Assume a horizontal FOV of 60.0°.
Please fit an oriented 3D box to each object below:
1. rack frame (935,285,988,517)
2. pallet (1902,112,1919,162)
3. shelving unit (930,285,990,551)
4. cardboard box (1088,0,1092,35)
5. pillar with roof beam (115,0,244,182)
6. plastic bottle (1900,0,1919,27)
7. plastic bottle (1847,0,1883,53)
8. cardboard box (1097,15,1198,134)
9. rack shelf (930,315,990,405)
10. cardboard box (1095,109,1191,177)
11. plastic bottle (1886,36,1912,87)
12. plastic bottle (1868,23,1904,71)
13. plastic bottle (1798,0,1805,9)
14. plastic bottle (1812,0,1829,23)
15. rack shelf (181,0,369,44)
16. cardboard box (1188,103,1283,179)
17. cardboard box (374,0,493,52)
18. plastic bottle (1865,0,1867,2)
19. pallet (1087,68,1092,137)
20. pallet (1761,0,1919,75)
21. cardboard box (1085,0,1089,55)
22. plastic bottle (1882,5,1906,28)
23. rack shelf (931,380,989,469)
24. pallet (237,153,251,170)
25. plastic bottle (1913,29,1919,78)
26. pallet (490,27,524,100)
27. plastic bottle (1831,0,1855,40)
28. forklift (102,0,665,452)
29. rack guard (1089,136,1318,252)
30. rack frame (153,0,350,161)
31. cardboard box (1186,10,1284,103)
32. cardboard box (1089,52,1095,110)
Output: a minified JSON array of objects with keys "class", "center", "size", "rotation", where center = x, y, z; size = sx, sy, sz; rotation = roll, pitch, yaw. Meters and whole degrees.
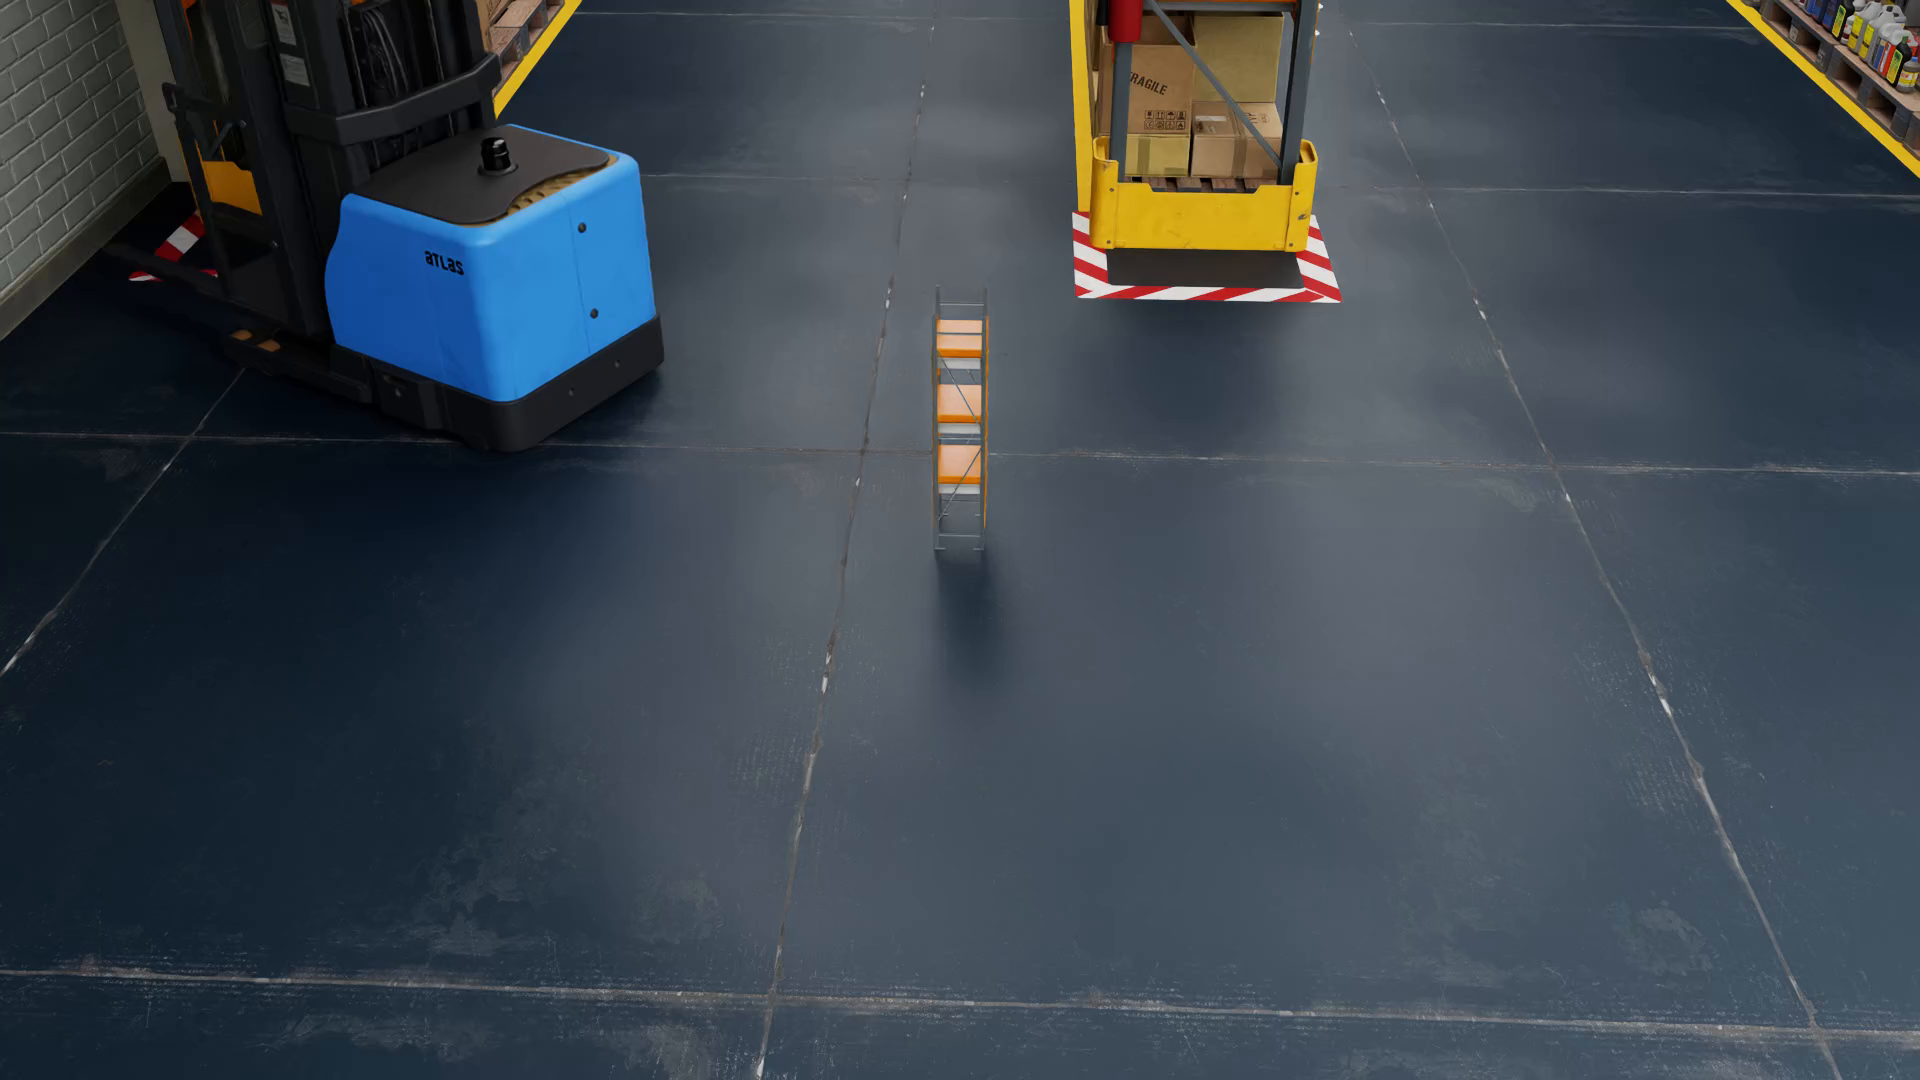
[{"class":"rack frame","center":[0.007,-0.530,6.592],"size":[0.200,1.050,0.008],"rotation":[1,35,2]},{"class":"pallet","center":[6.241,-2.158,9.637],"size":[1.003,0.211,1.213],"rotation":[1,35,2]},{"class":"shelving unit","center":[0.002,-0.460,6.492],"size":[0.215,1.050,0.252],"rotation":[1,35,2]},{"class":"cardboard box","center":[1.069,-3.435,10.402],"size":[0.500,0.500,0.500],"rotation":[1,35,2]},{"class":"pillar with roof beam","center":[-0.187,-5.793,7.167],"size":[9.100,9.000,0.400],"rotation":[1,35,2]},{"class":"plastic bottle","center":[6.513,-3.653,11.325],"size":[0.152,0.276,0.135],"rotation":[1,35,2]},{"class":"plastic bottle","center":[5.936,-3.375,10.864],"size":[0.144,0.351,0.185],"rotation":[1,35,2]},{"class":"cardboard box","center":[1.022,-2.572,9.175],"size":[0.500,0.500,0.500],"rotation":[1,35,2]},{"class":"rack shelf","center":[0.002,-0.684,6.335],"size":[0.215,0.259,0.240],"rotation":[1,35,2]},{"class":"cardboard box","center":[1.024,-2.266,9.391],"size":[0.500,0.250,0.500],"rotation":[1,35,2]},{"class":"plastic bottle","center":[5.869,-2.989,10.374],"size":[0.061,0.283,0.133],"rotation":[2,35,3]},{"class":"plastic bottle","center":[5.926,-3.142,10.598],"size":[0.152,0.276,0.135],"rotation":[0,35,1]},{"class":"plastic bottle","center":[5.949,-3.831,11.643],"size":[0.097,0.201,0.097],"rotation":[0,35,0]},{"class":"plastic bottle","center":[5.961,-3.727,11.366],"size":[0.144,0.351,0.185],"rotation":[2,35,3]},{"class":"rack shelf","center":[-3.572,-3.871,10.275],"size":[1.077,0.370,4.000],"rotation":[1,35,2]},{"class":"cardboard box","center":[1.542,-2.254,9.374],"size":[0.500,0.250,0.500],"rotation":[1,35,2]},{"class":"cardboard box","center":[-3.432,-3.317,10.652],"size":[0.700,0.500,0.500],"rotation":[-1,35,-1]},{"class":"plastic bottle","center":[6.075,-3.609,11.266],"size":[0.097,0.271,0.097],"rotation":[0,35,0]},{"class":"pallet","center":[1.338,-2.902,10.696],"size":[1.003,0.211,1.213],"rotation":[1,35,2]},{"class":"pallet","center":[6.339,-3.560,11.631],"size":[1.003,0.211,1.213],"rotation":[1,35,2]},{"class":"cardboard box","center":[1.086,-3.415,11.027],"size":[0.500,0.250,0.500],"rotation":[1,35,2]},{"class":"plastic bottle","center":[6.085,-3.355,10.901],"size":[0.152,0.276,0.135],"rotation":[1,35,2]},{"class":"rack shelf","center":[0.002,-0.452,6.498],"size":[0.215,0.259,0.240],"rotation":[1,35,2]},{"class":"pallet","center":[-3.581,-2.385,9.960],"size":[1.003,0.211,1.213],"rotation":[1,35,2]},{"class":"plastic bottle","center":[6.027,-3.063,10.480],"size":[0.061,0.283,0.133],"rotation":[1,35,2]},{"class":"pallet","center":[-3.529,-3.084,10.954],"size":[1.003,0.211,1.213],"rotation":[1,35,2]},{"class":"plastic bottle","center":[5.905,-3.497,11.098],"size":[0.061,0.283,0.133],"rotation":[3,35,4]},{"class":"forklift","center":[-2.916,-2.211,7.347],"size":[3.031,2.935,1.130],"rotation":[20,40,25]},{"class":"rack guard","center":[1.297,-1.867,8.972],"size":[1.175,0.500,0.348],"rotation":[1,35,2]},{"class":"rack frame","center":[-3.652,-3.016,8.433],"size":[1.000,3.000,0.127],"rotation":[1,35,2]},{"class":"cardboard box","center":[1.560,-2.848,9.567],"size":[0.500,0.500,0.500],"rotation":[1,35,2]},{"class":"cardboard box","center":[1.051,-2.840,10.209],"size":[0.500,0.250,0.500],"rotation":[1,35,2]}]
